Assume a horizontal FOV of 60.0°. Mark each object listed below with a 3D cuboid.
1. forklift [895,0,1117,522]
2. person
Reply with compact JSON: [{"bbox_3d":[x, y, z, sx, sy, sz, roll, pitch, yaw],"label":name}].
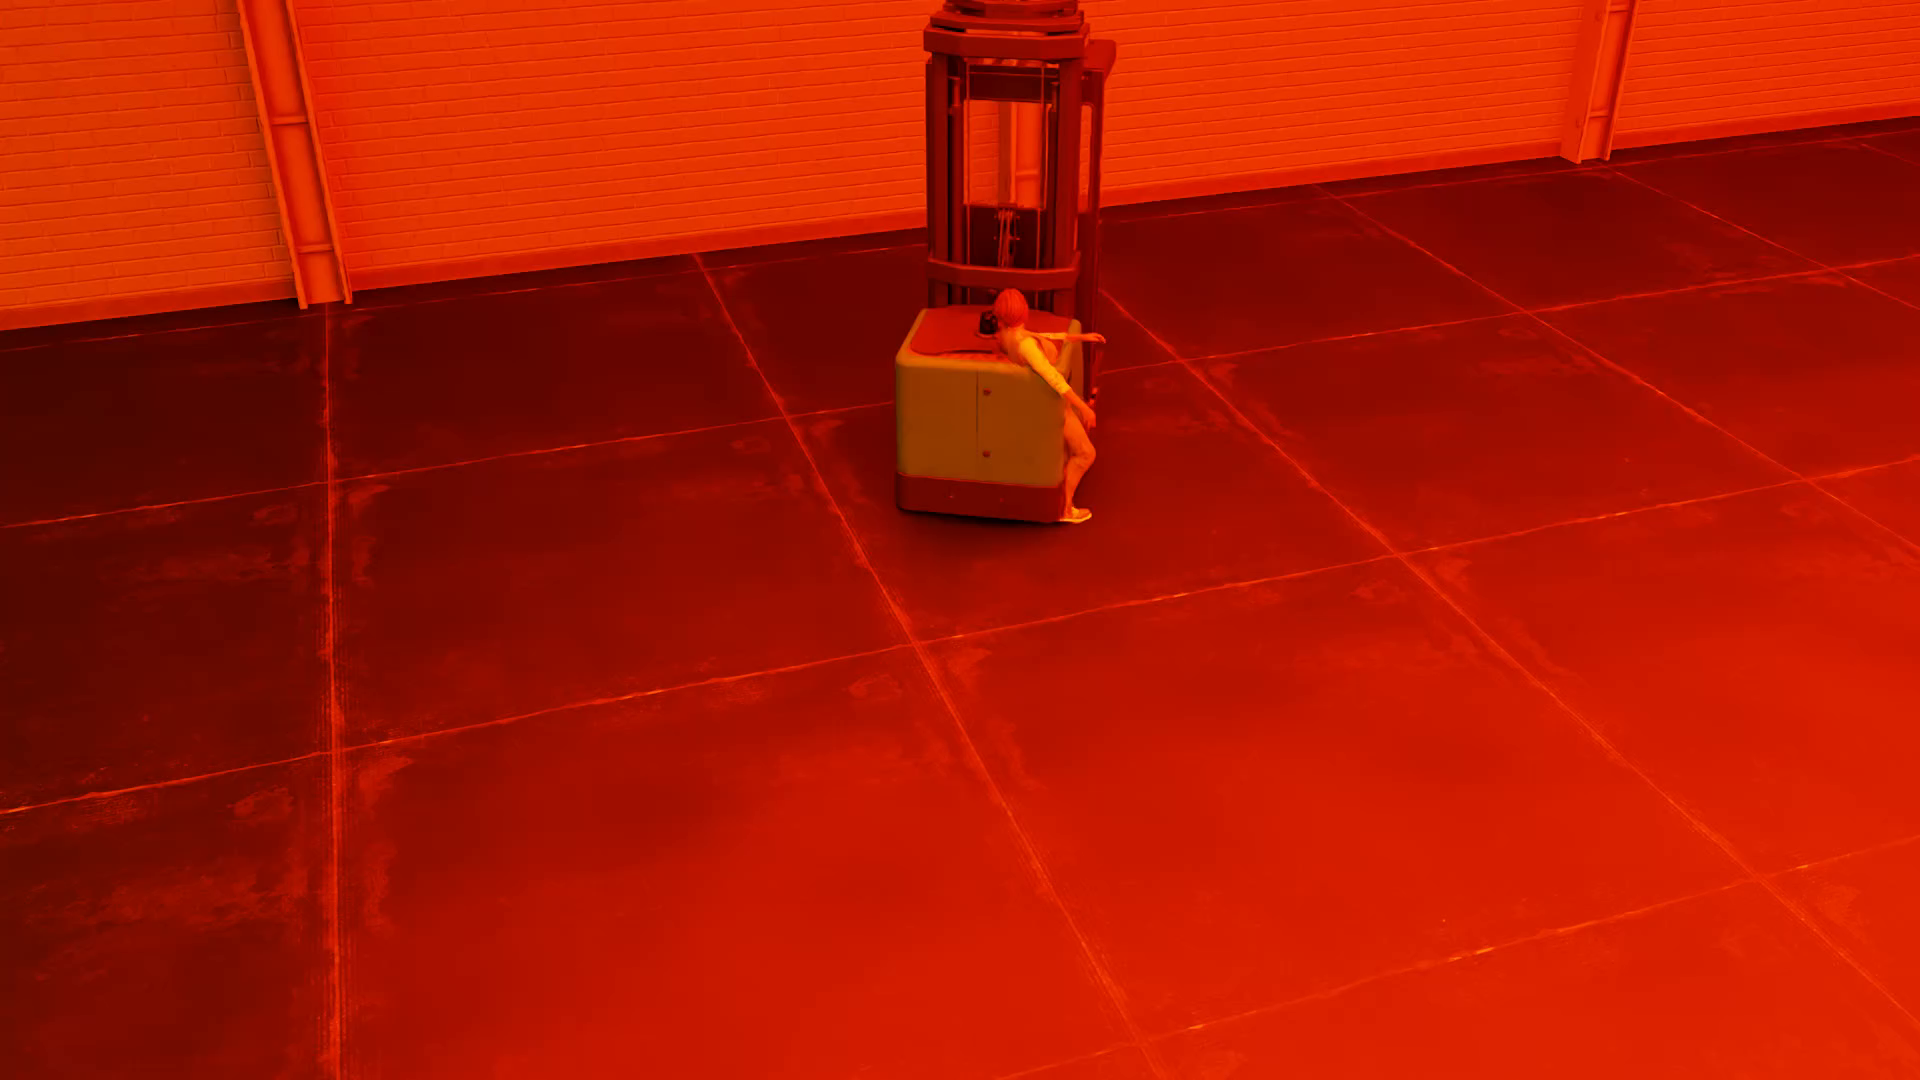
[{"bbox_3d":[0.377,-2.095,10.728,1.130,2.935,3.031,5,30,9],"label":"forklift"},{"bbox_3d":[0.547,-0.792,9.935,0.774,1.468,0.752,-20,35,-31],"label":"person"}]
